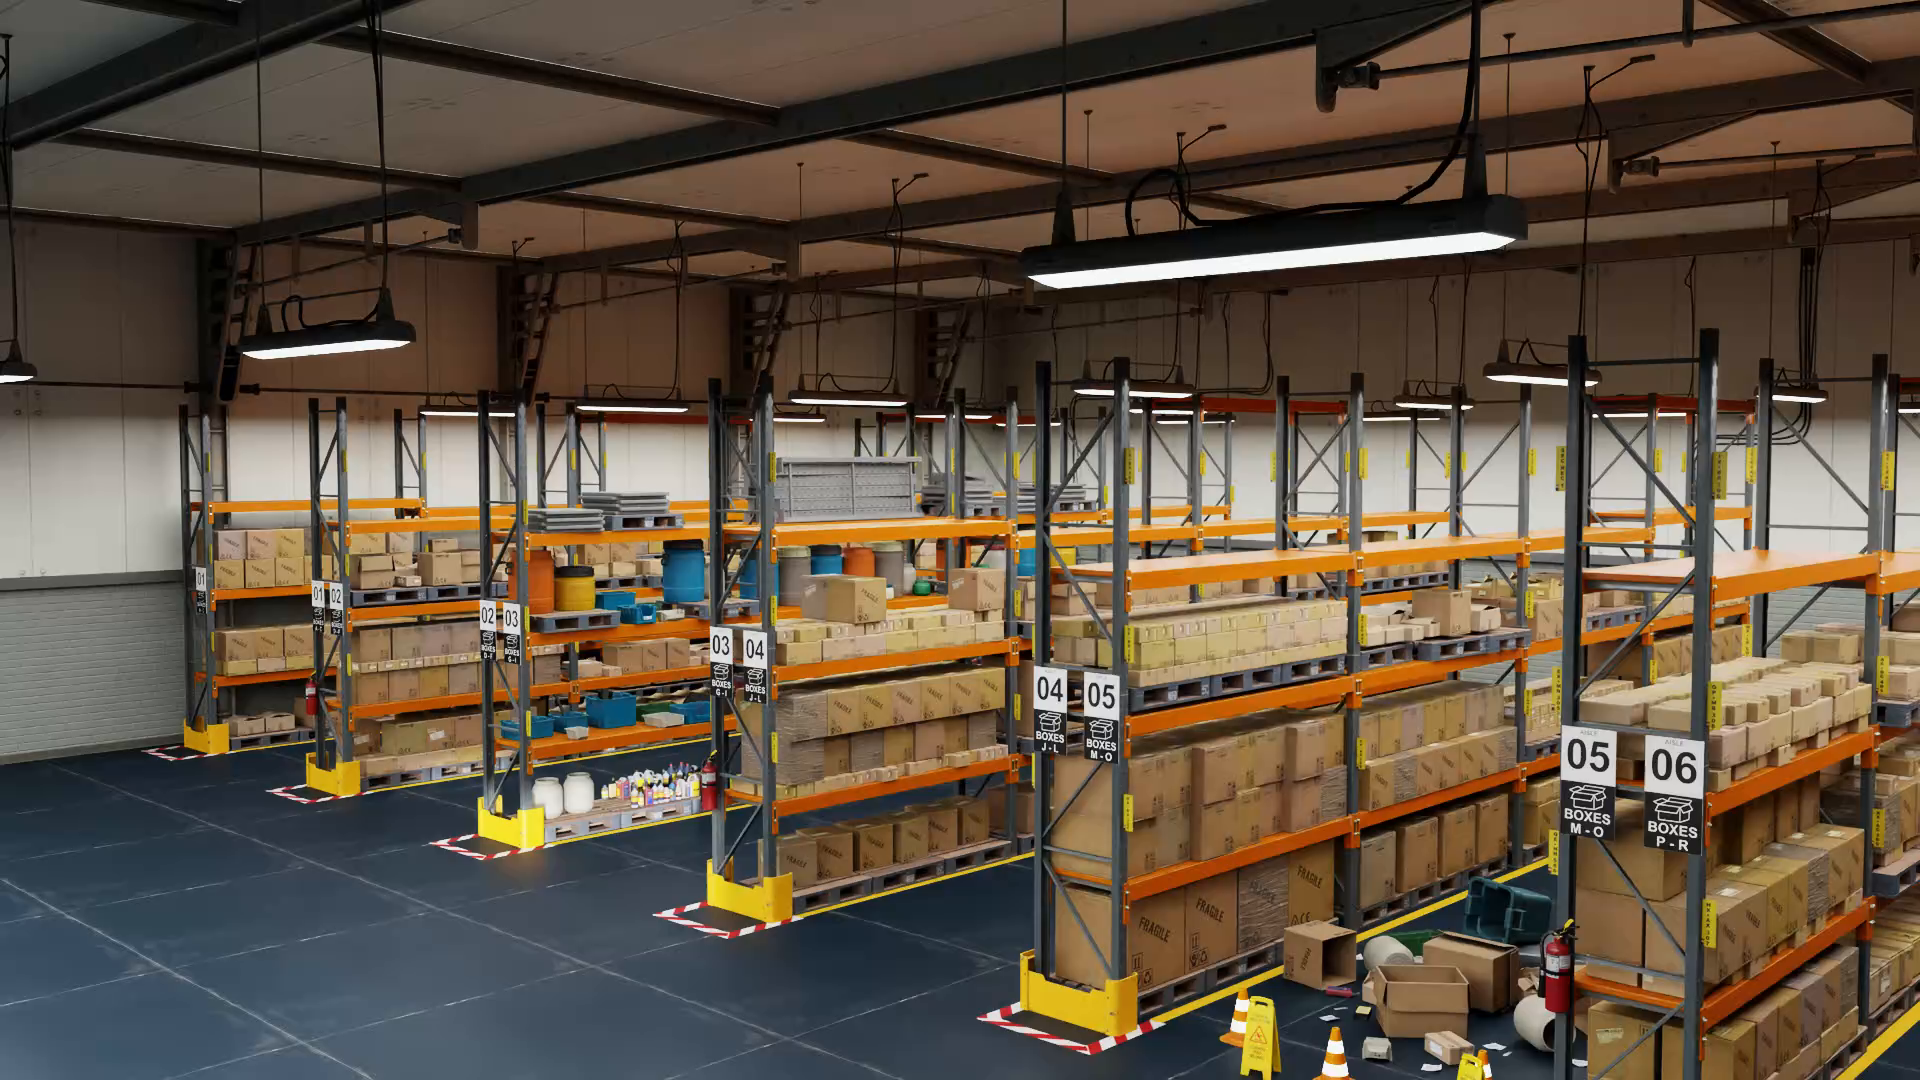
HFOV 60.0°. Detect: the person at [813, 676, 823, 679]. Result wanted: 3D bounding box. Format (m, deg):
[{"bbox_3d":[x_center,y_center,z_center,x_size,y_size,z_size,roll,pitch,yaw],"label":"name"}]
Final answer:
[{"bbox_3d":[-2.396,2.816,28.535,0.684,1.679,0.779,2,4,35],"label":"person"}]
